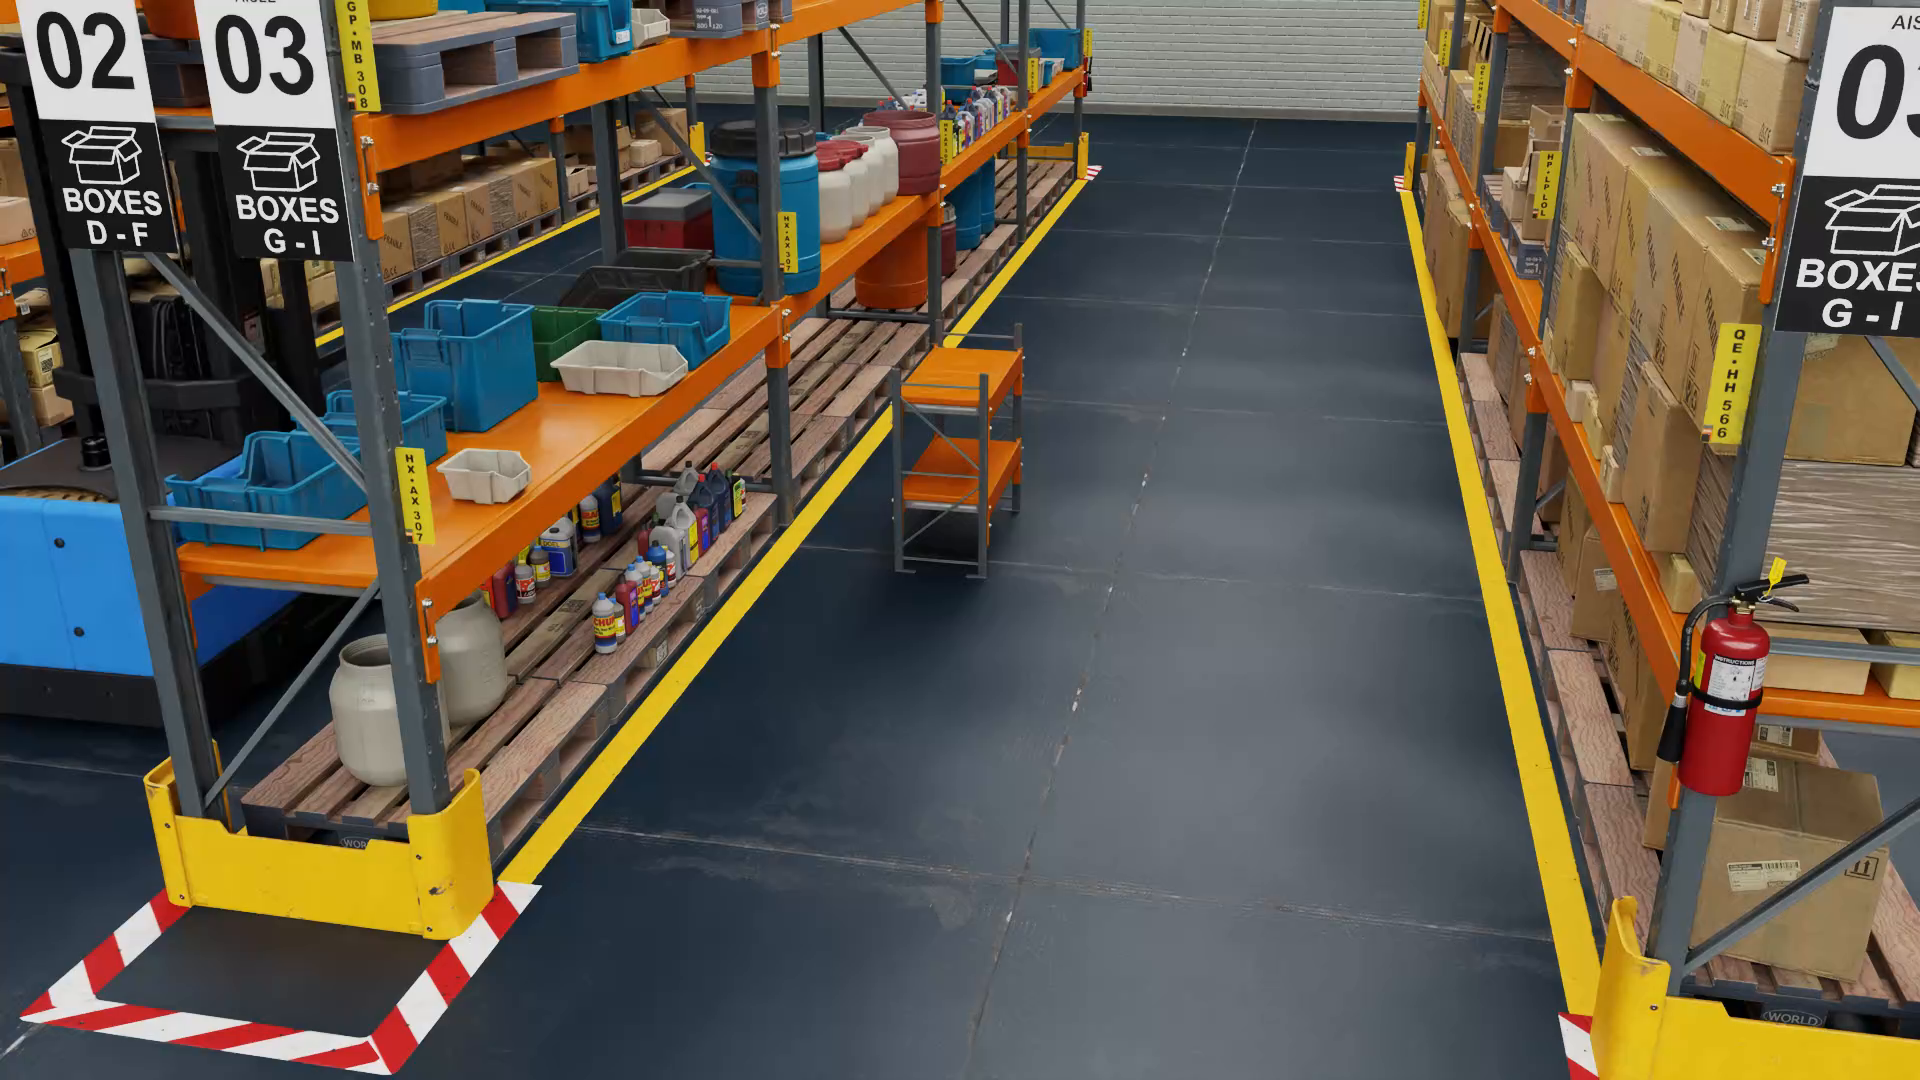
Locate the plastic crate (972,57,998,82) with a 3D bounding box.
[{"bbox_3d":[0.285,-5.199,18.392,0.416,0.233,0.300,4,22,11],"label":"plastic crate"}]

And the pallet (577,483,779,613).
[{"bbox_3d":[-1.639,0.019,9.024,1.003,0.211,1.213,4,22,11],"label":"pallet"}]

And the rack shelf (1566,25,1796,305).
[{"bbox_3d":[2.979,-1.466,5.926,1.077,0.370,4.000,4,22,11],"label":"rack shelf"}]

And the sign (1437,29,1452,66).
[{"bbox_3d":[4.476,-4.545,15.360,0.100,0.325,0.005,4,22,11],"label":"sign"}]

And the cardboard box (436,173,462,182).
[{"bbox_3d":[-5.222,-3.330,16.364,0.500,0.500,0.500,5,22,12],"label":"cardboard box"}]

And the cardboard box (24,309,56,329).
[{"bbox_3d":[-5.874,-1.390,11.158,0.500,0.311,0.500,4,22,10],"label":"cardboard box"}]

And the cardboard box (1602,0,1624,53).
[{"bbox_3d":[2.942,-2.122,6.794,0.500,0.250,0.500,4,22,10],"label":"cardboard box"}]

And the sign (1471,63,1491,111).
[{"bbox_3d":[3.660,-3.181,11.686,0.100,0.325,0.005,4,22,11],"label":"sign"}]

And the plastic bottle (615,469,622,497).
[{"bbox_3d":[-1.956,-0.373,9.326,0.097,0.271,0.097,0,22,0],"label":"plastic bottle"}]

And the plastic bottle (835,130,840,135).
[{"bbox_3d":[-0.980,-3.106,13.208,0.061,0.283,0.133,4,22,11],"label":"plastic bottle"}]

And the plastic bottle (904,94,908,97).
[{"bbox_3d":[-0.503,-3.962,15.333,0.061,0.283,0.133,4,22,11],"label":"plastic bottle"}]

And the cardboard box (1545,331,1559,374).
[{"bbox_3d":[2.985,-0.877,7.852,0.380,0.149,0.250,4,22,11],"label":"cardboard box"}]

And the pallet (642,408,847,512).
[{"bbox_3d":[-1.339,-0.514,10.347,1.003,0.211,1.213,4,22,11],"label":"pallet"}]

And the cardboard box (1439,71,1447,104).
[{"bbox_3d":[4.853,-4.315,15.856,0.500,0.250,0.500,4,22,10],"label":"cardboard box"}]

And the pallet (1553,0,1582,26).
[{"bbox_3d":[3.618,-2.661,8.183,1.213,0.211,1.003,4,22,11],"label":"pallet"}]

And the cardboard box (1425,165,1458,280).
[{"bbox_3d":[4.727,-2.712,14.354,1.225,0.875,0.875,4,22,9],"label":"cardboard box"}]

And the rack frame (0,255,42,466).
[{"bbox_3d":[-6.310,-1.896,10.046,1.000,3.000,0.127,4,22,11],"label":"rack frame"}]

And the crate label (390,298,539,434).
[{"bbox_3d":[-2.167,-0.764,7.189,0.502,0.435,0.616,4,22,11],"label":"crate label"}]

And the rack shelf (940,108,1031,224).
[{"bbox_3d":[-0.237,-3.378,14.688,1.077,0.370,4.000,4,22,11],"label":"rack shelf"}]

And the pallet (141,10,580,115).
[{"bbox_3d":[-2.013,-1.653,5.681,1.003,0.211,1.213,4,22,11],"label":"pallet"}]

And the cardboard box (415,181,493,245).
[{"bbox_3d":[-4.811,-3.114,15.829,0.500,0.500,0.500,4,22,9],"label":"cardboard box"}]

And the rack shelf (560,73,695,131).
[{"bbox_3d":[-4.269,-5.220,19.262,1.077,0.370,4.000,4,22,11],"label":"rack shelf"}]

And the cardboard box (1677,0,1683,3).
[{"bbox_3d":[2.771,-1.974,5.893,0.380,0.149,0.250,5,22,12],"label":"cardboard box"}]

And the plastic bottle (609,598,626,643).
[{"bbox_3d":[-1.581,0.363,7.595,0.097,0.201,0.097,0,22,0],"label":"plastic bottle"}]

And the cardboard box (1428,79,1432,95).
[{"bbox_3d":[5.128,-4.744,17.455,0.380,0.149,0.250,4,22,10],"label":"cardboard box"}]

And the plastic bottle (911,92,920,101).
[{"bbox_3d":[-0.421,-4.069,15.613,0.097,0.271,0.097,0,22,0],"label":"plastic bottle"}]

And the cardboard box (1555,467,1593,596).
[{"bbox_3d":[3.267,-0.032,8.201,0.500,0.500,0.500,4,22,9],"label":"cardboard box"}]

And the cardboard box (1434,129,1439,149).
[{"bbox_3d":[5.598,-4.164,17.961,0.875,0.875,0.875,4,22,11],"label":"cardboard box"}]

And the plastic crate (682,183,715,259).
[{"bbox_3d":[-1.541,-1.937,10.169,0.392,0.384,0.575,4,22,11],"label":"plastic crate"}]

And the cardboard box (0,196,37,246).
[{"bbox_3d":[-6.252,-2.010,10.530,0.500,0.250,0.500,6,23,14],"label":"cardboard box"}]

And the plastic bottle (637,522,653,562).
[{"bbox_3d":[-1.557,0.036,8.297,0.061,0.283,0.133,4,22,11],"label":"plastic bottle"}]

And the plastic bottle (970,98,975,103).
[{"bbox_3d":[0.104,-3.899,15.192,0.097,0.271,0.097,0,22,0],"label":"plastic bottle"}]

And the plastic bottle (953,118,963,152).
[{"bbox_3d":[-0.021,-3.397,13.944,0.097,0.271,0.097,0,22,0],"label":"plastic bottle"}]

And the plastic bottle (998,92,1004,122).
[{"bbox_3d":[0.333,-4.083,15.642,0.152,0.276,0.135,4,22,11],"label":"plastic bottle"}]

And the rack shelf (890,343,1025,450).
[{"bbox_3d":[0.001,-0.796,9.040,0.538,0.278,1.000,4,22,11],"label":"rack shelf"}]

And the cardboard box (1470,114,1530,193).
[{"bbox_3d":[4.062,-2.848,12.277,0.500,0.500,0.500,5,23,13],"label":"cardboard box"}]

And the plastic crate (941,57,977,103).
[{"bbox_3d":[-0.068,-4.660,16.850,0.392,0.384,0.575,4,22,11],"label":"plastic crate"}]

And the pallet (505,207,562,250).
[{"bbox_3d":[-4.806,-3.228,17.086,1.003,0.211,1.213,4,22,11],"label":"pallet"}]

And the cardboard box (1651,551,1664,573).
[{"bbox_3d":[2.546,0.043,5.568,0.380,0.149,0.250,4,22,11],"label":"cardboard box"}]

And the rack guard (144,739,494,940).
[{"bbox_3d":[-2.308,1.074,6.018,1.175,0.500,0.348,4,22,11],"label":"rack guard"}]

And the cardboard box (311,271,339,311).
[{"bbox_3d":[-5.362,-2.067,13.590,0.500,0.250,0.500,5,22,12],"label":"cardboard box"}]

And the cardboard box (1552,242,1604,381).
[{"bbox_3d":[3.099,-0.984,7.249,0.875,0.500,0.500,4,22,11],"label":"cardboard box"}]

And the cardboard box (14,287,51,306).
[{"bbox_3d":[-6.304,-1.619,11.725,0.500,0.311,0.500,4,22,11],"label":"cardboard box"}]

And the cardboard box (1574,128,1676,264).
[{"bbox_3d":[2.946,-1.460,7.092,0.500,0.500,0.500,4,22,11],"label":"cardboard box"}]

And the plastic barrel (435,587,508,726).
[{"bbox_3d":[-2.116,0.475,6.927,0.421,0.512,0.421,0,22,0],"label":"plastic barrel"}]

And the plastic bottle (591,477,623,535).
[{"bbox_3d":[-1.891,-0.218,8.836,0.144,0.351,0.185,4,22,11],"label":"plastic bottle"}]

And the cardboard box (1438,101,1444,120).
[{"bbox_3d":[4.761,-4.085,15.818,0.380,0.149,0.250,5,22,11],"label":"cardboard box"}]

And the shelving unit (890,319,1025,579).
[{"bbox_3d":[0.001,-0.524,9.150,0.538,1.125,1.048,4,22,11],"label":"shelving unit"}]

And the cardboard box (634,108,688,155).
[{"bbox_3d":[-3.731,-5.112,20.788,0.500,0.500,0.500,4,22,11],"label":"cardboard box"}]

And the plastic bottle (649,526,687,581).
[{"bbox_3d":[-1.453,0.047,8.278,0.152,0.276,0.135,5,22,12],"label":"plastic bottle"}]

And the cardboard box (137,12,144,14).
[{"bbox_3d":[-9.401,-5.534,18.679,0.980,0.700,0.700,5,22,12],"label":"cardboard box"}]

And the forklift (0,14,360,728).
[{"bbox_3d":[-3.521,-1.065,8.073,1.130,2.935,3.031,4,22,10],"label":"forklift"}]

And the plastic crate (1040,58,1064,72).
[{"bbox_3d":[0.998,-5.499,19.266,0.396,0.136,0.243,4,22,11],"label":"plastic crate"}]

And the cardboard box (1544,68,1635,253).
[{"bbox_3d":[3.687,-1.893,8.672,1.000,1.000,1.000,5,22,11],"label":"cardboard box"}]

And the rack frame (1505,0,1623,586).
[{"bbox_3d":[3.387,-1.140,8.168,1.000,3.000,0.127,4,22,11],"label":"rack frame"}]

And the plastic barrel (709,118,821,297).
[{"bbox_3d":[-1.086,-1.868,9.305,0.600,0.901,0.708,4,22,11],"label":"plastic barrel"}]
